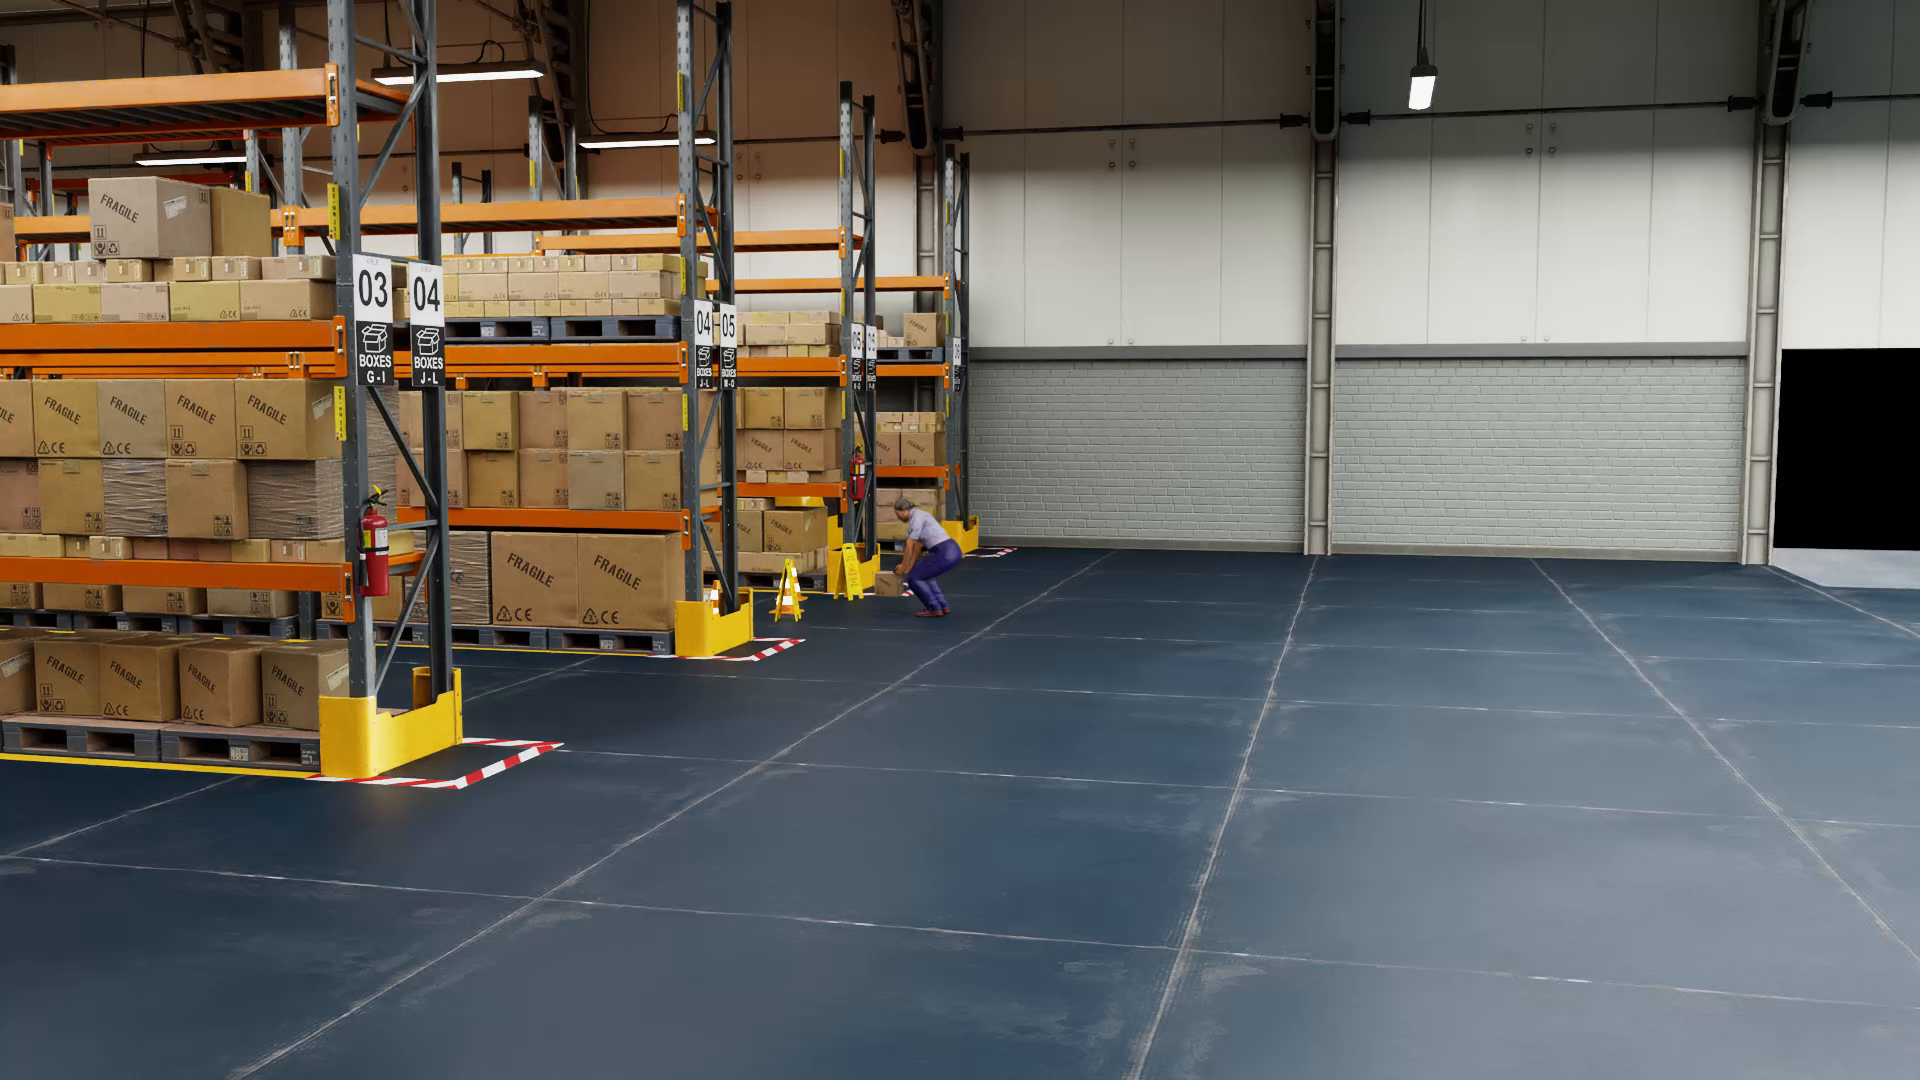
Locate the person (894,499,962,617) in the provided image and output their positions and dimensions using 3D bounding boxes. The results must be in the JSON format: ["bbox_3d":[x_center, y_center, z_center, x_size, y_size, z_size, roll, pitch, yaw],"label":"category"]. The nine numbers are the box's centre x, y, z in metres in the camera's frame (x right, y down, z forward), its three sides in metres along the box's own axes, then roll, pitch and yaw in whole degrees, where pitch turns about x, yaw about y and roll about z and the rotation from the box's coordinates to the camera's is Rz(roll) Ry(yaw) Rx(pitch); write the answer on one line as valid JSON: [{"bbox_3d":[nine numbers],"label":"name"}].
[{"bbox_3d":[-0.355,0.187,17.782,0.715,1.258,0.539,1,5,14],"label":"person"}]
